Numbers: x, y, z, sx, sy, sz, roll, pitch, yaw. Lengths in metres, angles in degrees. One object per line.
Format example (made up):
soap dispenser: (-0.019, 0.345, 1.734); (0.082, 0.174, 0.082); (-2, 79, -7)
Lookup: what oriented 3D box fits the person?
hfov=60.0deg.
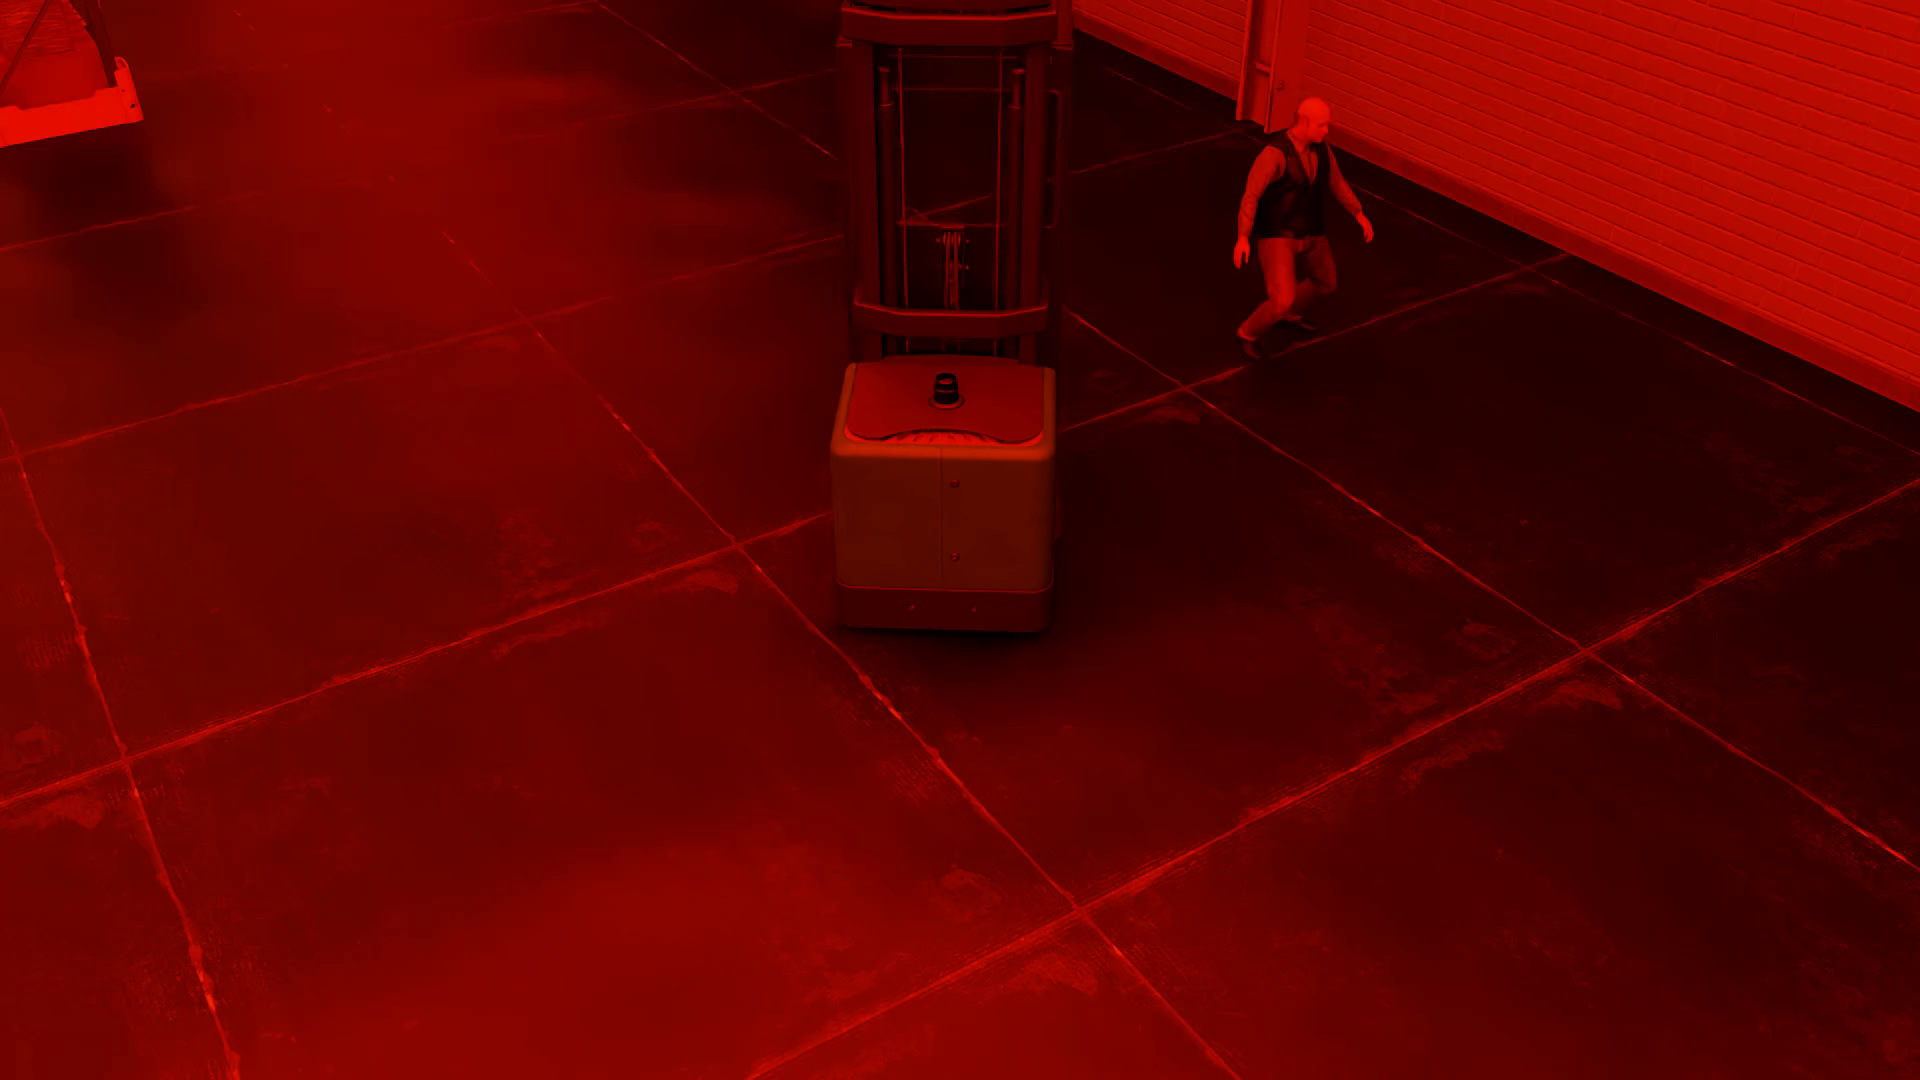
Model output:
person: (2.018, -1.836, 9.934); (0.925, 1.608, 0.633); (-19, 39, -25)

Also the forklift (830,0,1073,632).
forklift: (-0.015, -1.579, 8.395); (1.130, 2.935, 3.031); (1, 35, 2)
